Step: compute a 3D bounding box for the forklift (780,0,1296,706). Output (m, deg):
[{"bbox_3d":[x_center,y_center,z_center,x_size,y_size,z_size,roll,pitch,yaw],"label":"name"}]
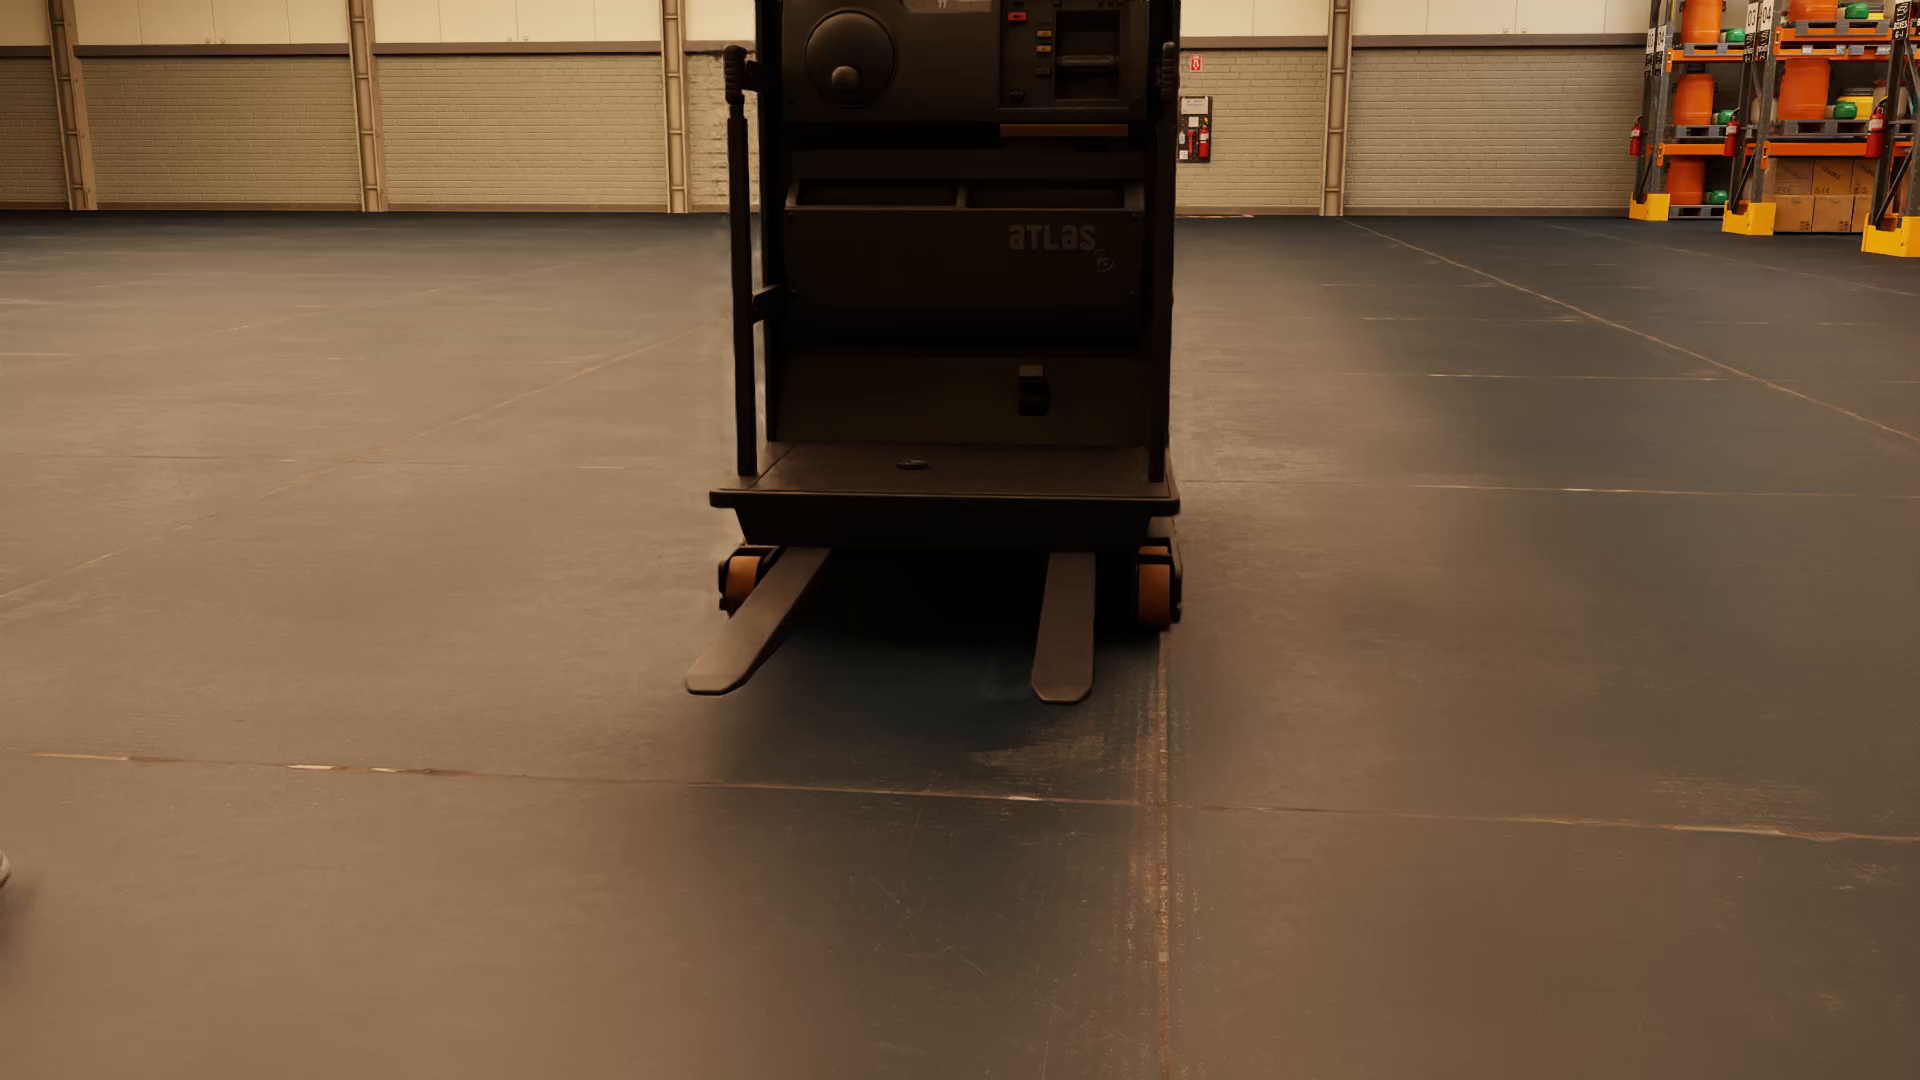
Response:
[{"bbox_3d":[0.107,-1.287,4.015,1.130,2.935,3.031,-1,13,-5],"label":"forklift"}]
